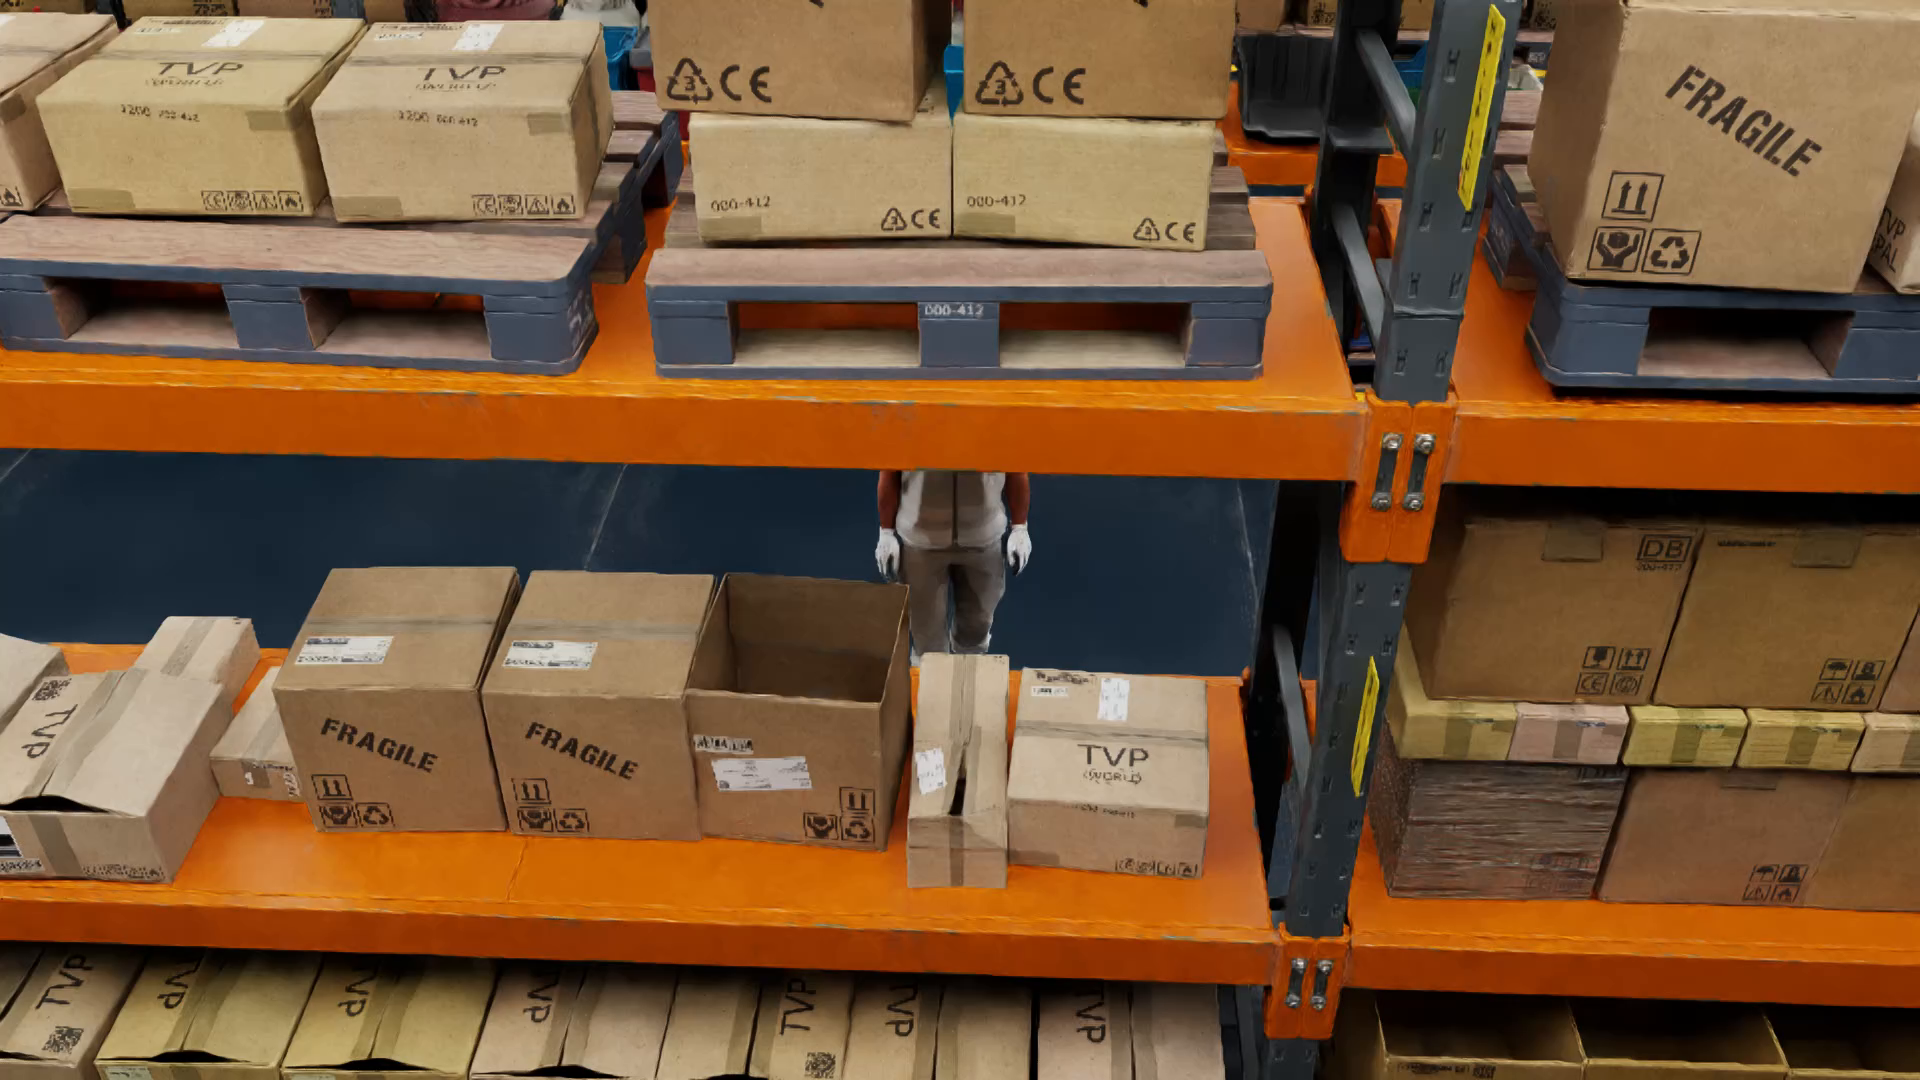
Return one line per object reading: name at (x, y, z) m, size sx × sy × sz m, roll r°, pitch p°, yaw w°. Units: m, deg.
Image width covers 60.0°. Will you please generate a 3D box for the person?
person at (-0.023, -0.012, 6.121) m, size 0.582 × 1.789 × 0.432 m, roll -5°, pitch 36°, yaw -7°
